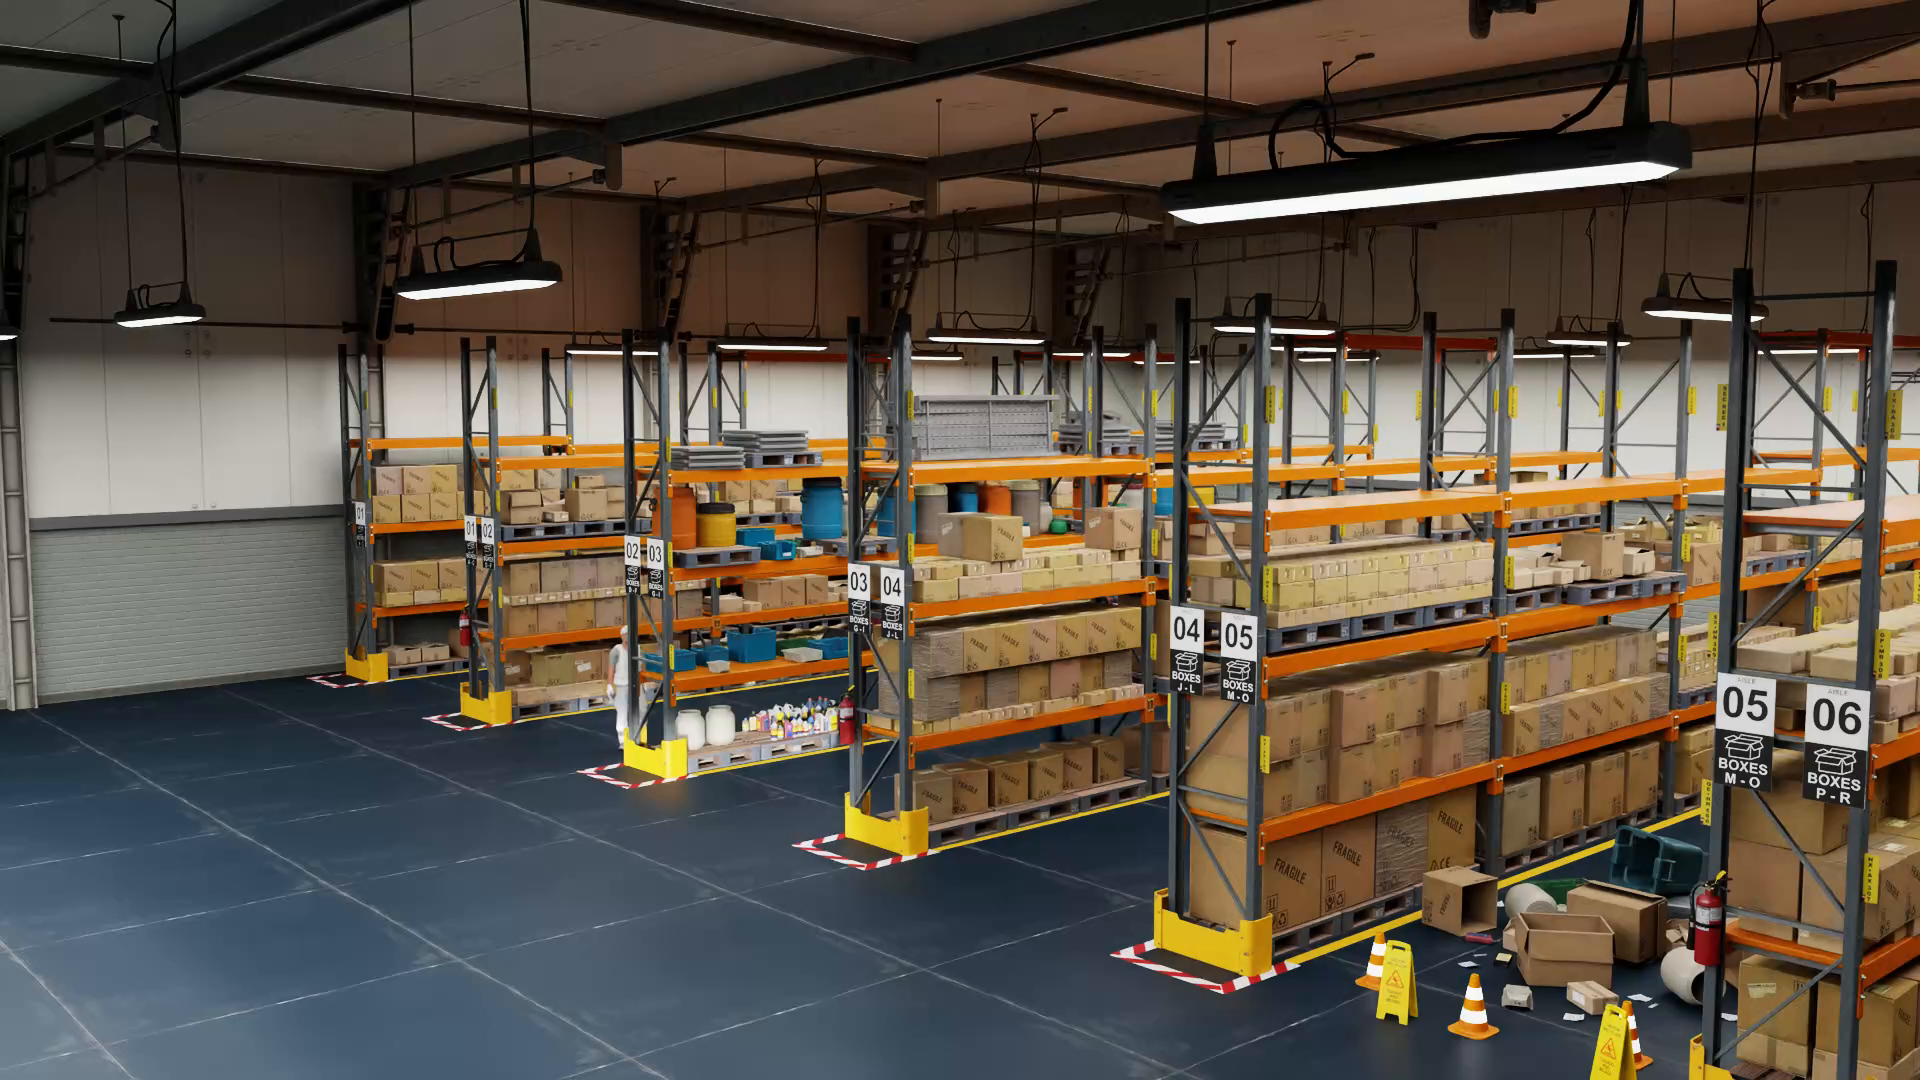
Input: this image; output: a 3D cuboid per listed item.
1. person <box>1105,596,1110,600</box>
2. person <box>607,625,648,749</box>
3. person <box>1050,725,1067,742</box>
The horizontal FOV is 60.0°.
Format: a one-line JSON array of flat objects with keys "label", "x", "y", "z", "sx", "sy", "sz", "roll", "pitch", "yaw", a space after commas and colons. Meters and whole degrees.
[{"label": "person", "x": 3.359, "y": 0.792, "z": 39.612, "sx": 0.503, "sy": 1.640, "sz": 0.728, "roll": -3, "pitch": 6, "yaw": -34}, {"label": "person", "x": -4.806, "y": 2.141, "z": 24.041, "sx": 0.612, "sy": 1.818, "sz": 0.387, "roll": -3, "pitch": 6, "yaw": -34}, {"label": "person", "x": 1.333, "y": 2.267, "z": 23.624, "sx": 0.420, "sy": 1.607, "sz": 0.515, "roll": 2, "pitch": 5, "yaw": 19}]
